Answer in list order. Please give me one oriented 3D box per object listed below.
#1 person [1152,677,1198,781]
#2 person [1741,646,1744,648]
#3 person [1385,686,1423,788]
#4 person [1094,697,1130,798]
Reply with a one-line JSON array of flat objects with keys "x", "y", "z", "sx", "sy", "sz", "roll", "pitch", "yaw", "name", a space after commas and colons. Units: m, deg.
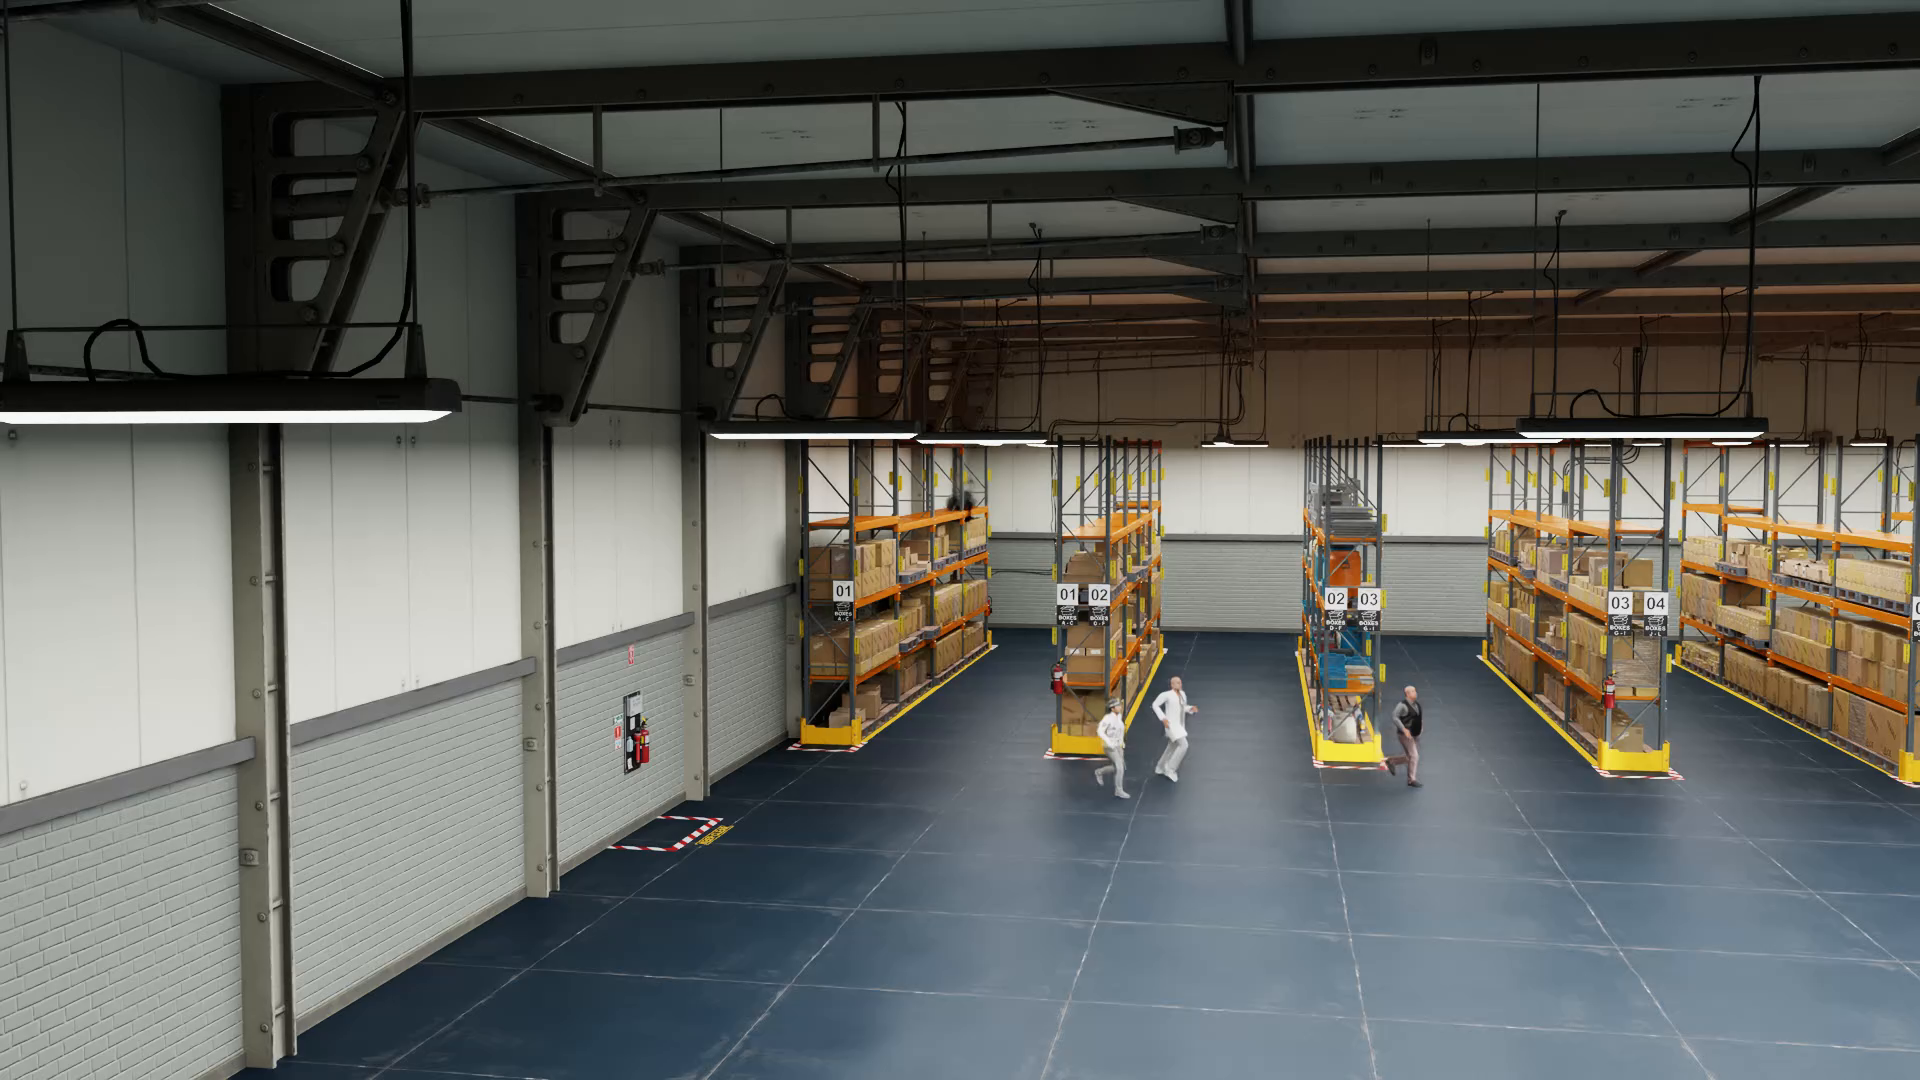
[{"x": 3.764, "y": 3.383, "z": 28.958, "sx": 0.787, "sy": 1.627, "sz": 0.670, "roll": 2, "pitch": 4, "yaw": 37, "name": "person"}, {"x": 21.207, "y": 2.516, "z": 44.785, "sx": 0.668, "sy": 1.609, "sz": 0.501, "roll": -1, "pitch": 3, "yaw": -14, "name": "person"}, {"x": 7.619, "y": 3.335, "z": 28.429, "sx": 0.668, "sy": 1.712, "sz": 0.787, "roll": -3, "pitch": 4, "yaw": -40, "name": "person"}, {"x": 2.490, "y": 3.417, "z": 27.491, "sx": 0.650, "sy": 1.668, "sz": 0.642, "roll": 2, "pitch": 4, "yaw": 38, "name": "person"}]
